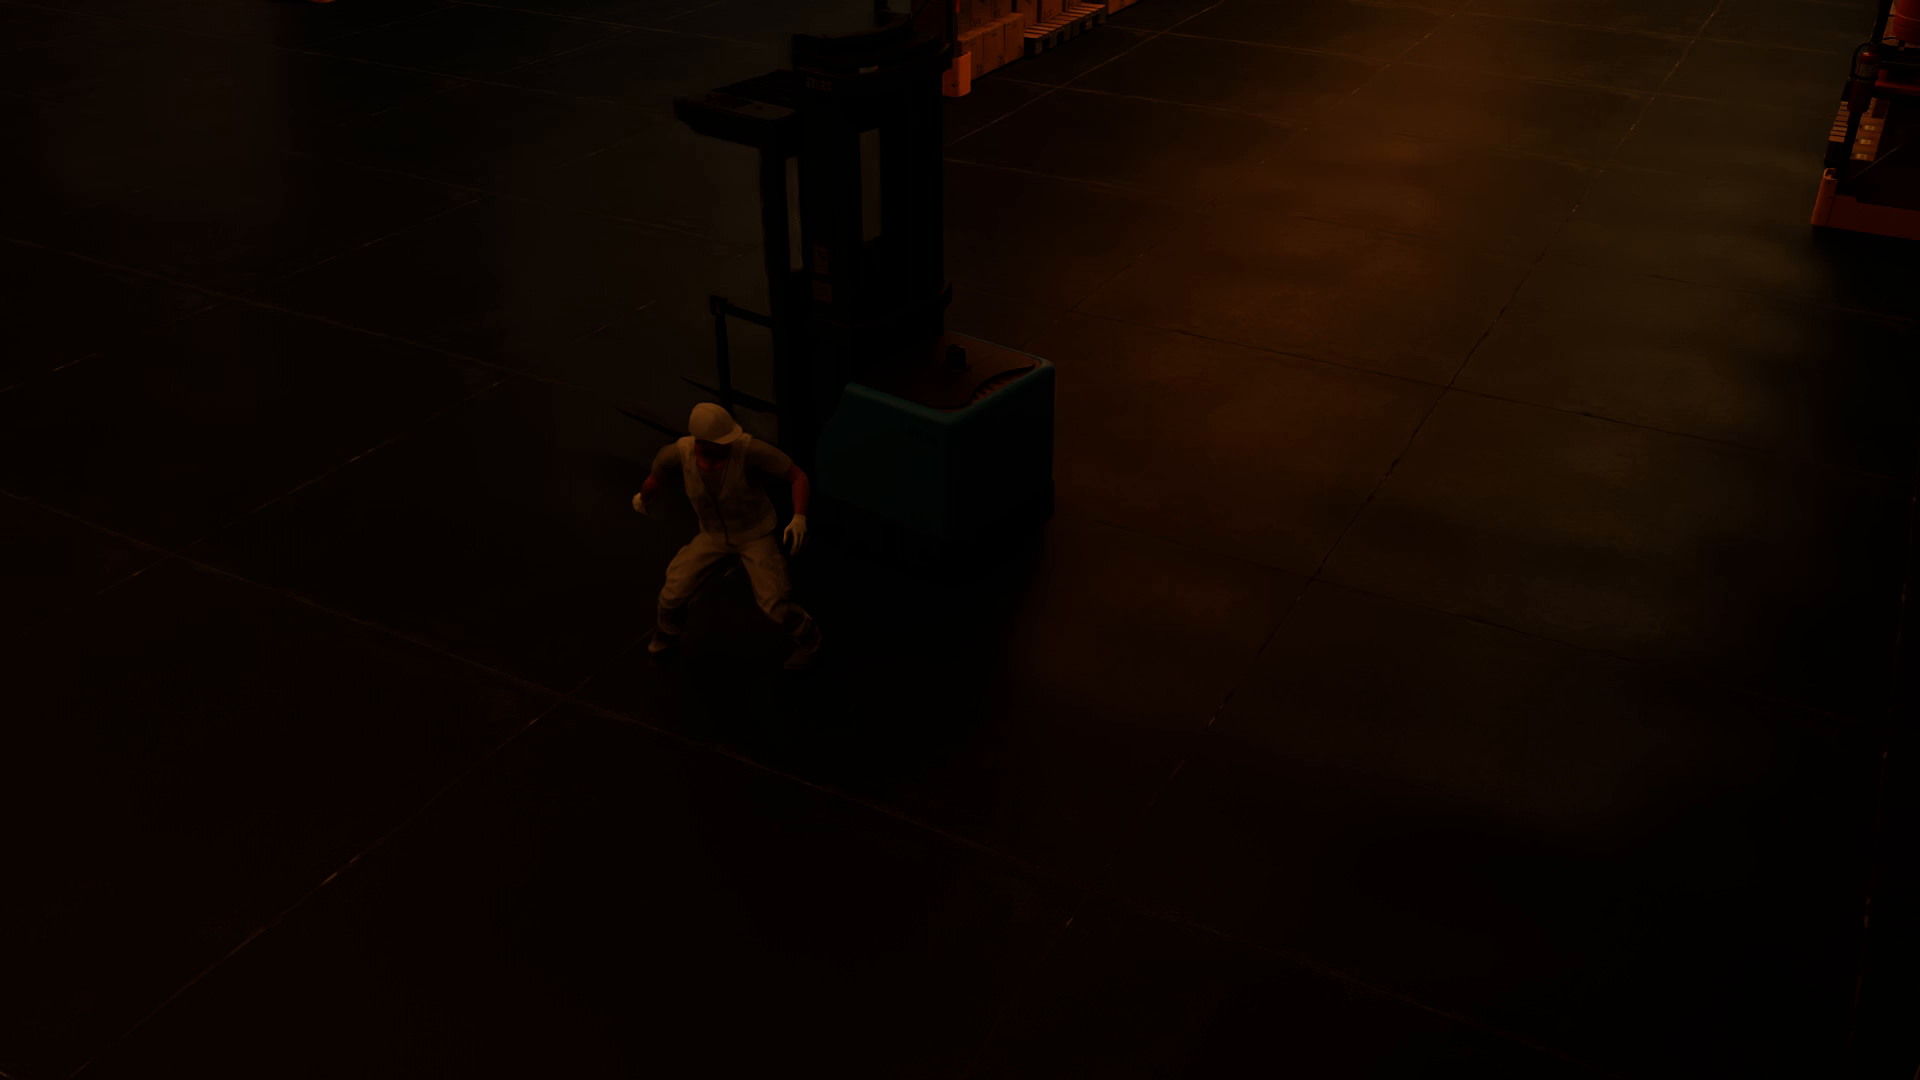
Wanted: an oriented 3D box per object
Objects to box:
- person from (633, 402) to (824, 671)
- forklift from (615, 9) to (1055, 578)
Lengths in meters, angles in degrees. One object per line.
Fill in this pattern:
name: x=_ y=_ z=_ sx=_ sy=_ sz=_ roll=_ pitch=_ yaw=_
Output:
person: x=-1.222 y=0.024 z=8.457 sx=1.086 sy=1.719 sz=0.587 roll=6 pitch=31 yaw=11
forklift: x=-0.905 y=-1.639 z=9.910 sx=3.031 sy=2.935 sz=1.130 roll=21 pitch=36 yaw=32
